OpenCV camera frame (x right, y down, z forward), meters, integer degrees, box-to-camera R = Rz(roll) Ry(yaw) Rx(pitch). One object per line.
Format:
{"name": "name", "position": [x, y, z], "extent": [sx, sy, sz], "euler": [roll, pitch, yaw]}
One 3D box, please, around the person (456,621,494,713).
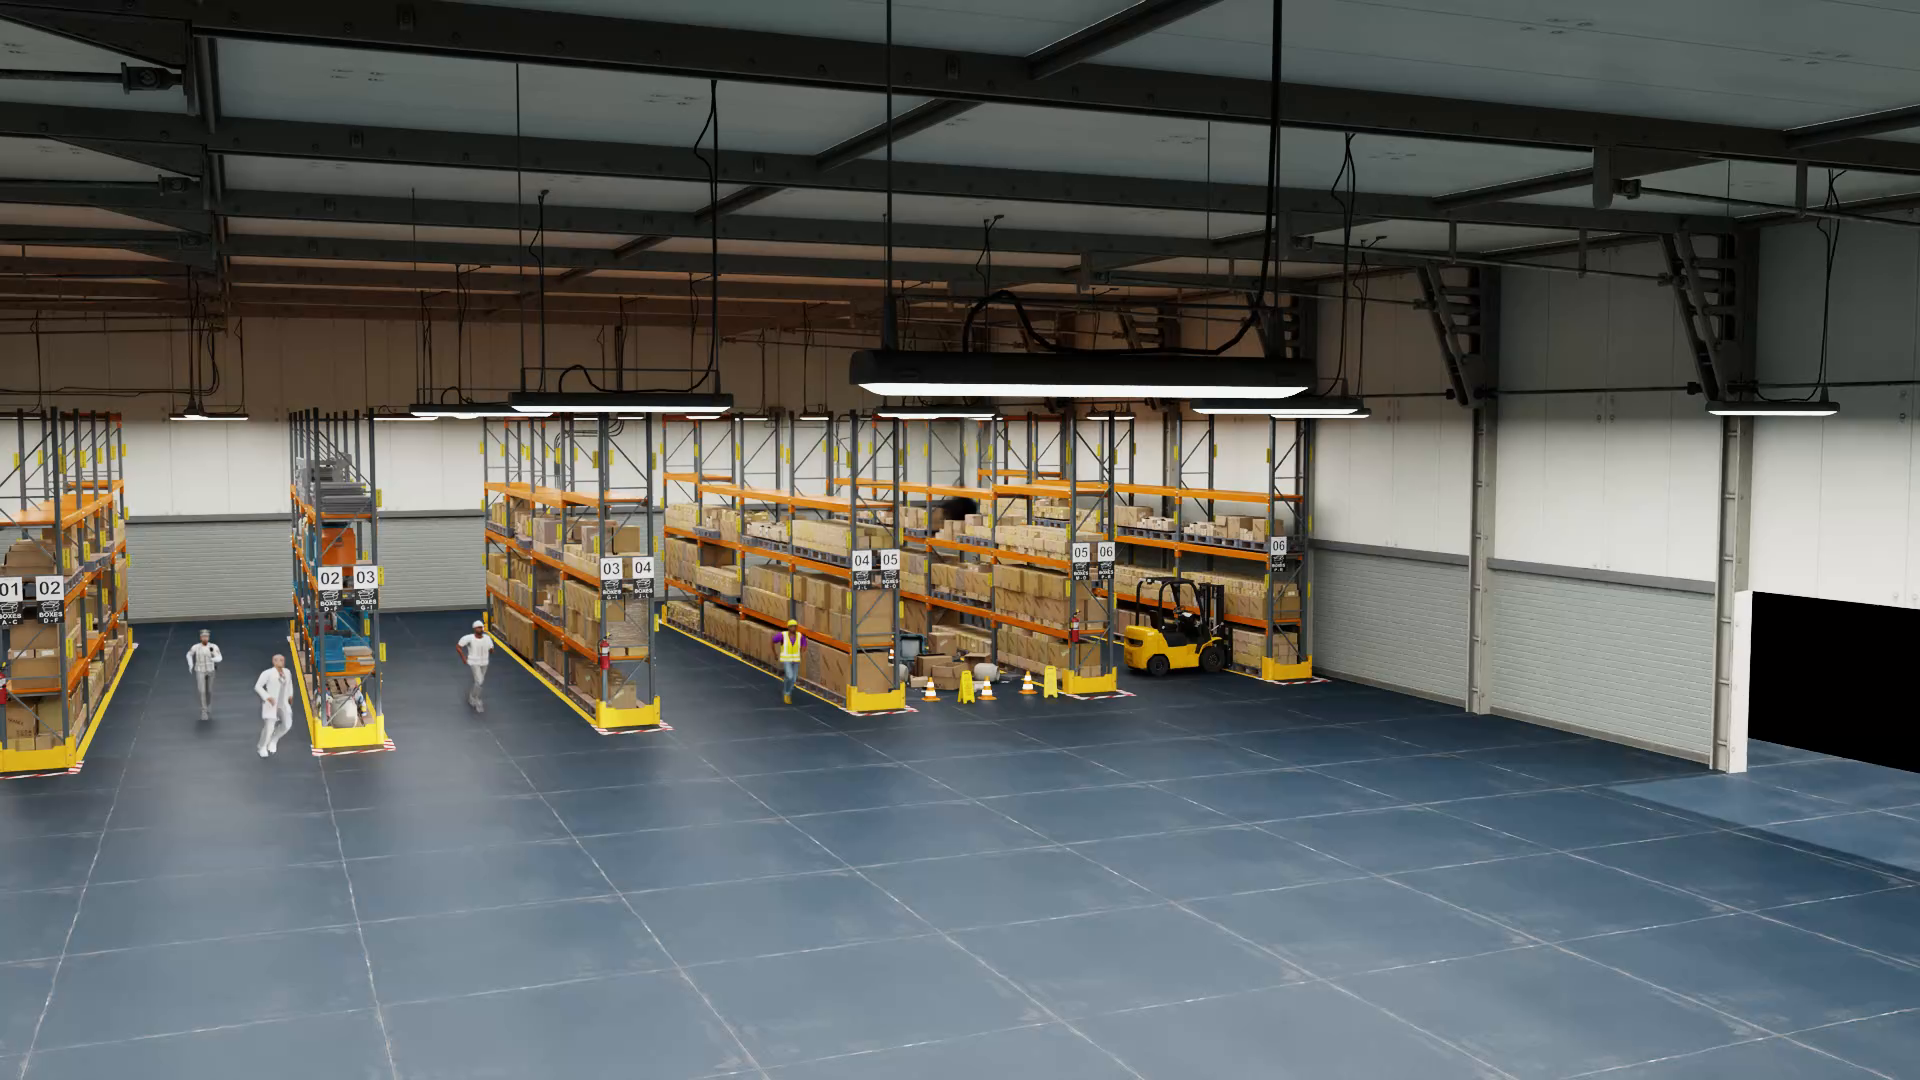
{"name": "person", "position": [-9.620, 2.520, 33.212], "extent": [0.785, 1.832, 0.674], "euler": [4, 5, 41]}

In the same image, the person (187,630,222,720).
{"name": "person", "position": [-14.684, 2.586, 32.351], "extent": [0.584, 1.708, 0.848], "euler": [-2, 5, -31]}

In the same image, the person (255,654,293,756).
{"name": "person", "position": [-11.815, 2.846, 28.803], "extent": [0.595, 1.718, 0.773], "euler": [3, 5, 36]}

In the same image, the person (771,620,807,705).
{"name": "person", "position": [-3.452, 2.477, 33.842], "extent": [0.677, 1.738, 0.767], "euler": [-2, 4, -27]}

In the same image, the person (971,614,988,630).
{"name": "person", "position": [0.527, 1.725, 44.873], "extent": [0.555, 1.626, 0.686], "euler": [-2, 4, -26]}
